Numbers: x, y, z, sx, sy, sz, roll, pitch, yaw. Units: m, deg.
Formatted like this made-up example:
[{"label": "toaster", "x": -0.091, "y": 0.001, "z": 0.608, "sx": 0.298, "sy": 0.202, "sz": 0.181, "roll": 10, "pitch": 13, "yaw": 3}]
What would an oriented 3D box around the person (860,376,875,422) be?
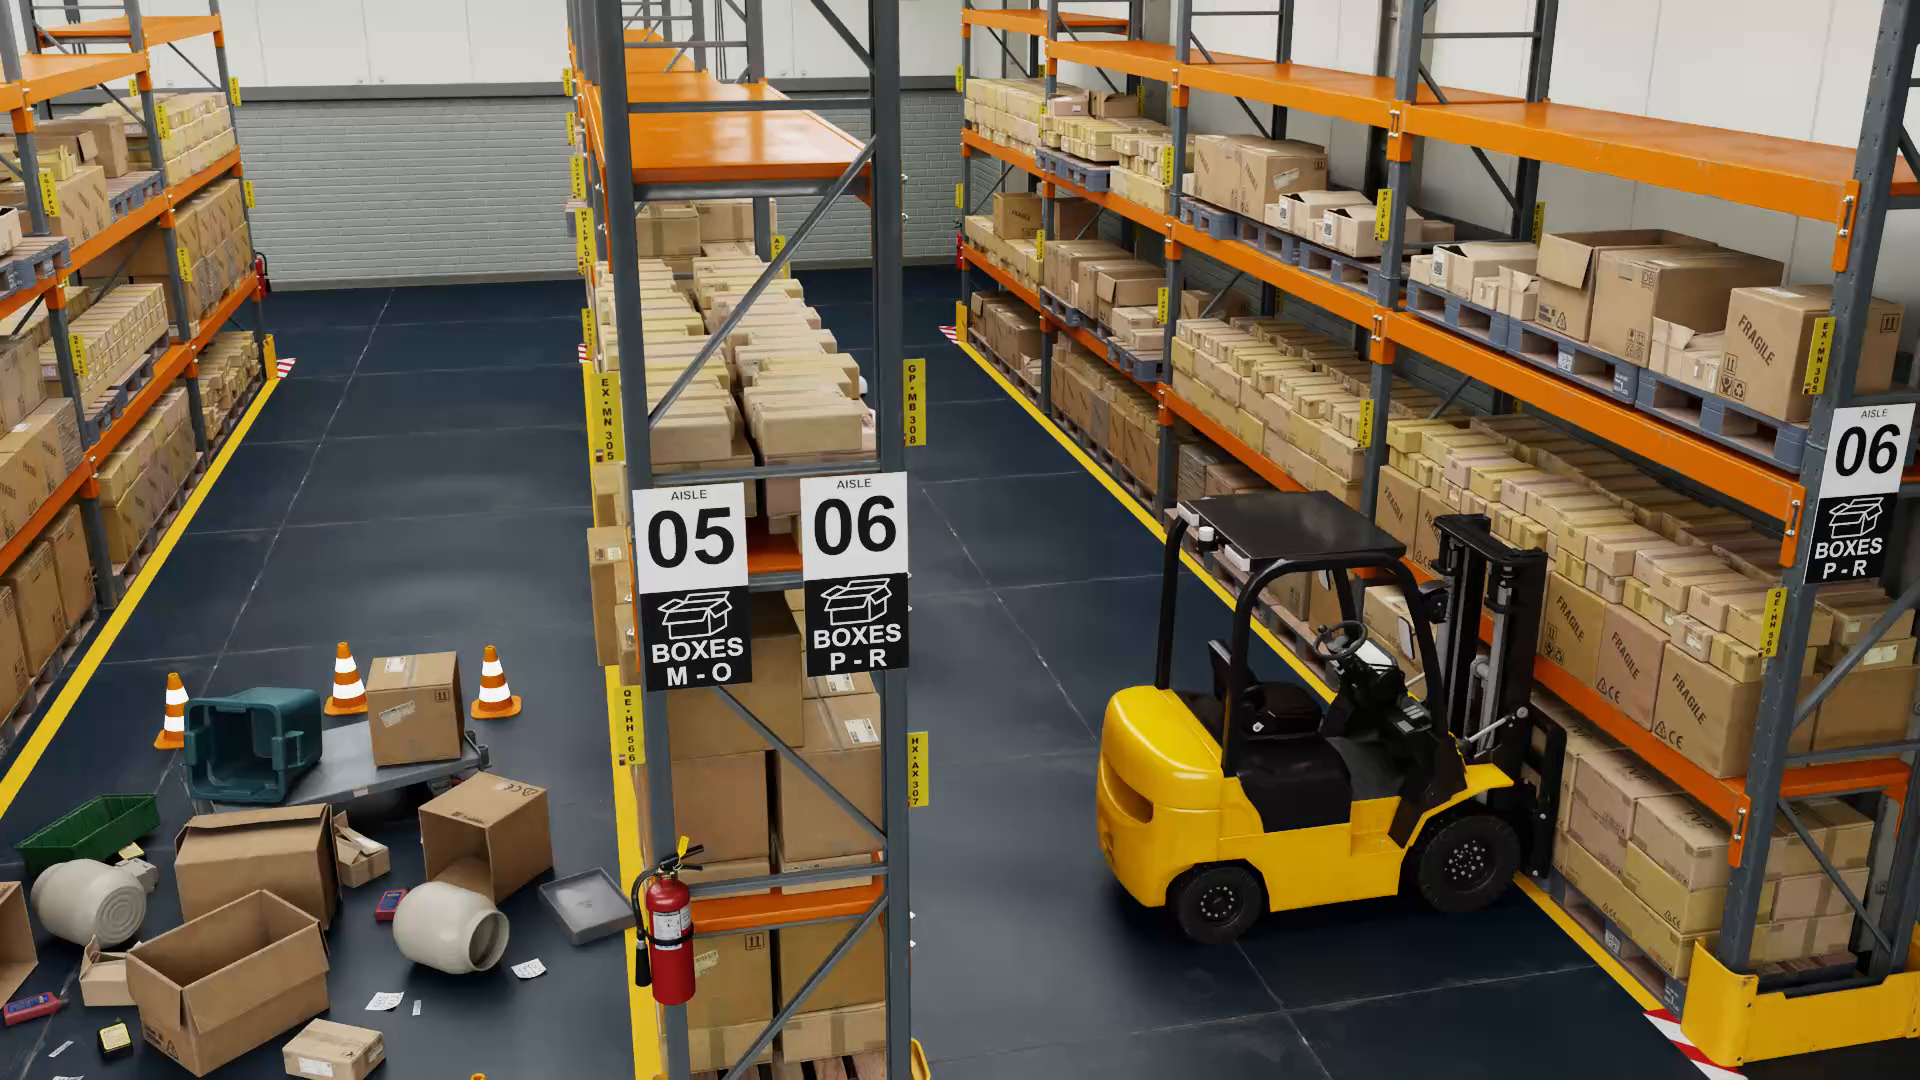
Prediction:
[{"label": "person", "x": -0.895, "y": -0.505, "z": 13.798, "sx": 0.591, "sy": 1.824, "sz": 0.511, "roll": -7, "pitch": 21, "yaw": -20}]
